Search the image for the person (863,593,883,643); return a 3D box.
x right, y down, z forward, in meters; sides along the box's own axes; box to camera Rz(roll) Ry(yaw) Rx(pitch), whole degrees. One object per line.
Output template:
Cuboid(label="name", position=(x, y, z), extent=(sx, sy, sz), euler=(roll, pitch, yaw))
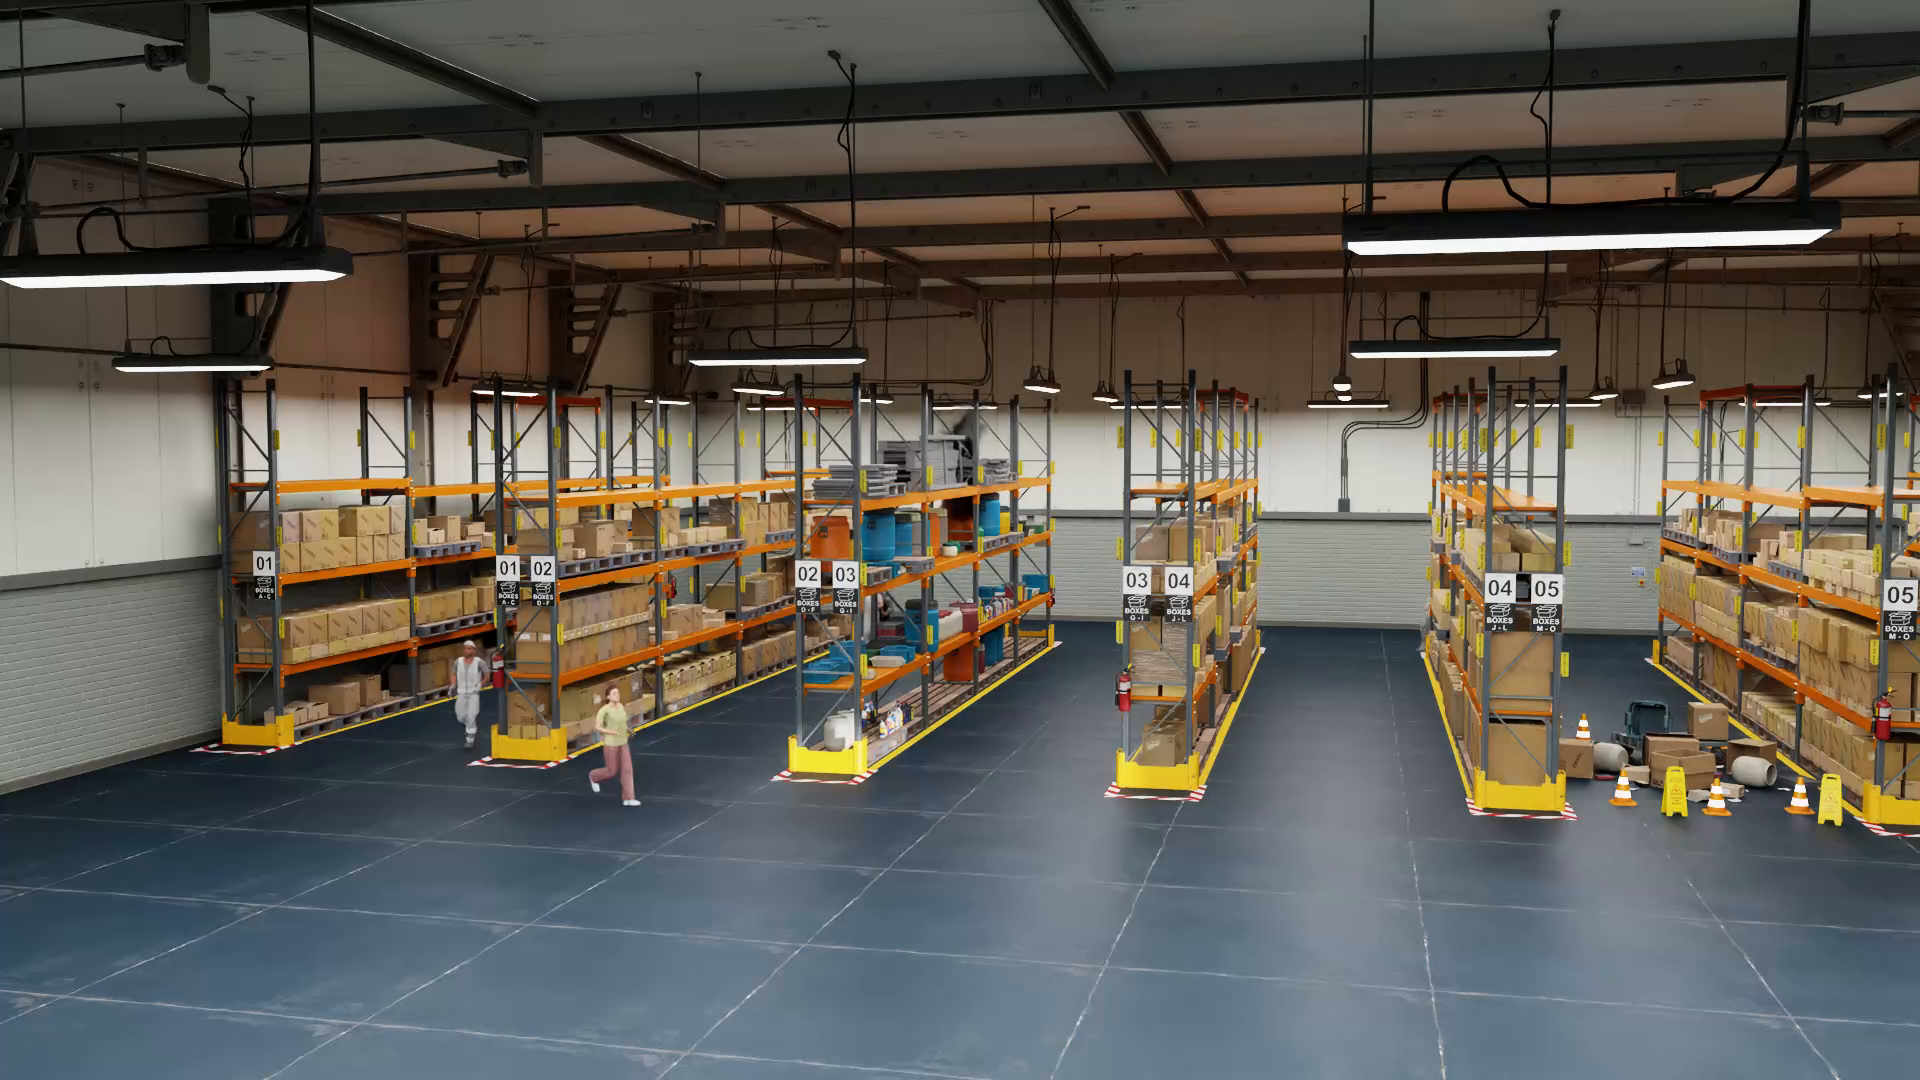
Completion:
Cuboid(label="person", position=(-1.952, 1.730, 36.573), extent=(0.544, 1.712, 0.833), euler=(0, 3, 2))

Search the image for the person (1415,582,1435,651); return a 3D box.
Cuboid(label="person", position=(11.250, 1.790, 39.314), extent=(0.845, 1.763, 0.693), euler=(0, 3, 2))

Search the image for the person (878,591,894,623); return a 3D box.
Cuboid(label="person", position=(-1.841, 1.869, 38.176), extent=(0.657, 1.686, 0.708), euler=(1, 3, 10))

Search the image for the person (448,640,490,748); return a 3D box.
Cuboid(label="person", position=(-8.009, 2.508, 27.184), extent=(0.657, 1.743, 0.605), euler=(0, 3, -1))

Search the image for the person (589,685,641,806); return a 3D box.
Cuboid(label="person", position=(-4.714, 2.813, 22.811), extent=(0.981, 1.626, 0.592), euler=(3, 4, 40))
